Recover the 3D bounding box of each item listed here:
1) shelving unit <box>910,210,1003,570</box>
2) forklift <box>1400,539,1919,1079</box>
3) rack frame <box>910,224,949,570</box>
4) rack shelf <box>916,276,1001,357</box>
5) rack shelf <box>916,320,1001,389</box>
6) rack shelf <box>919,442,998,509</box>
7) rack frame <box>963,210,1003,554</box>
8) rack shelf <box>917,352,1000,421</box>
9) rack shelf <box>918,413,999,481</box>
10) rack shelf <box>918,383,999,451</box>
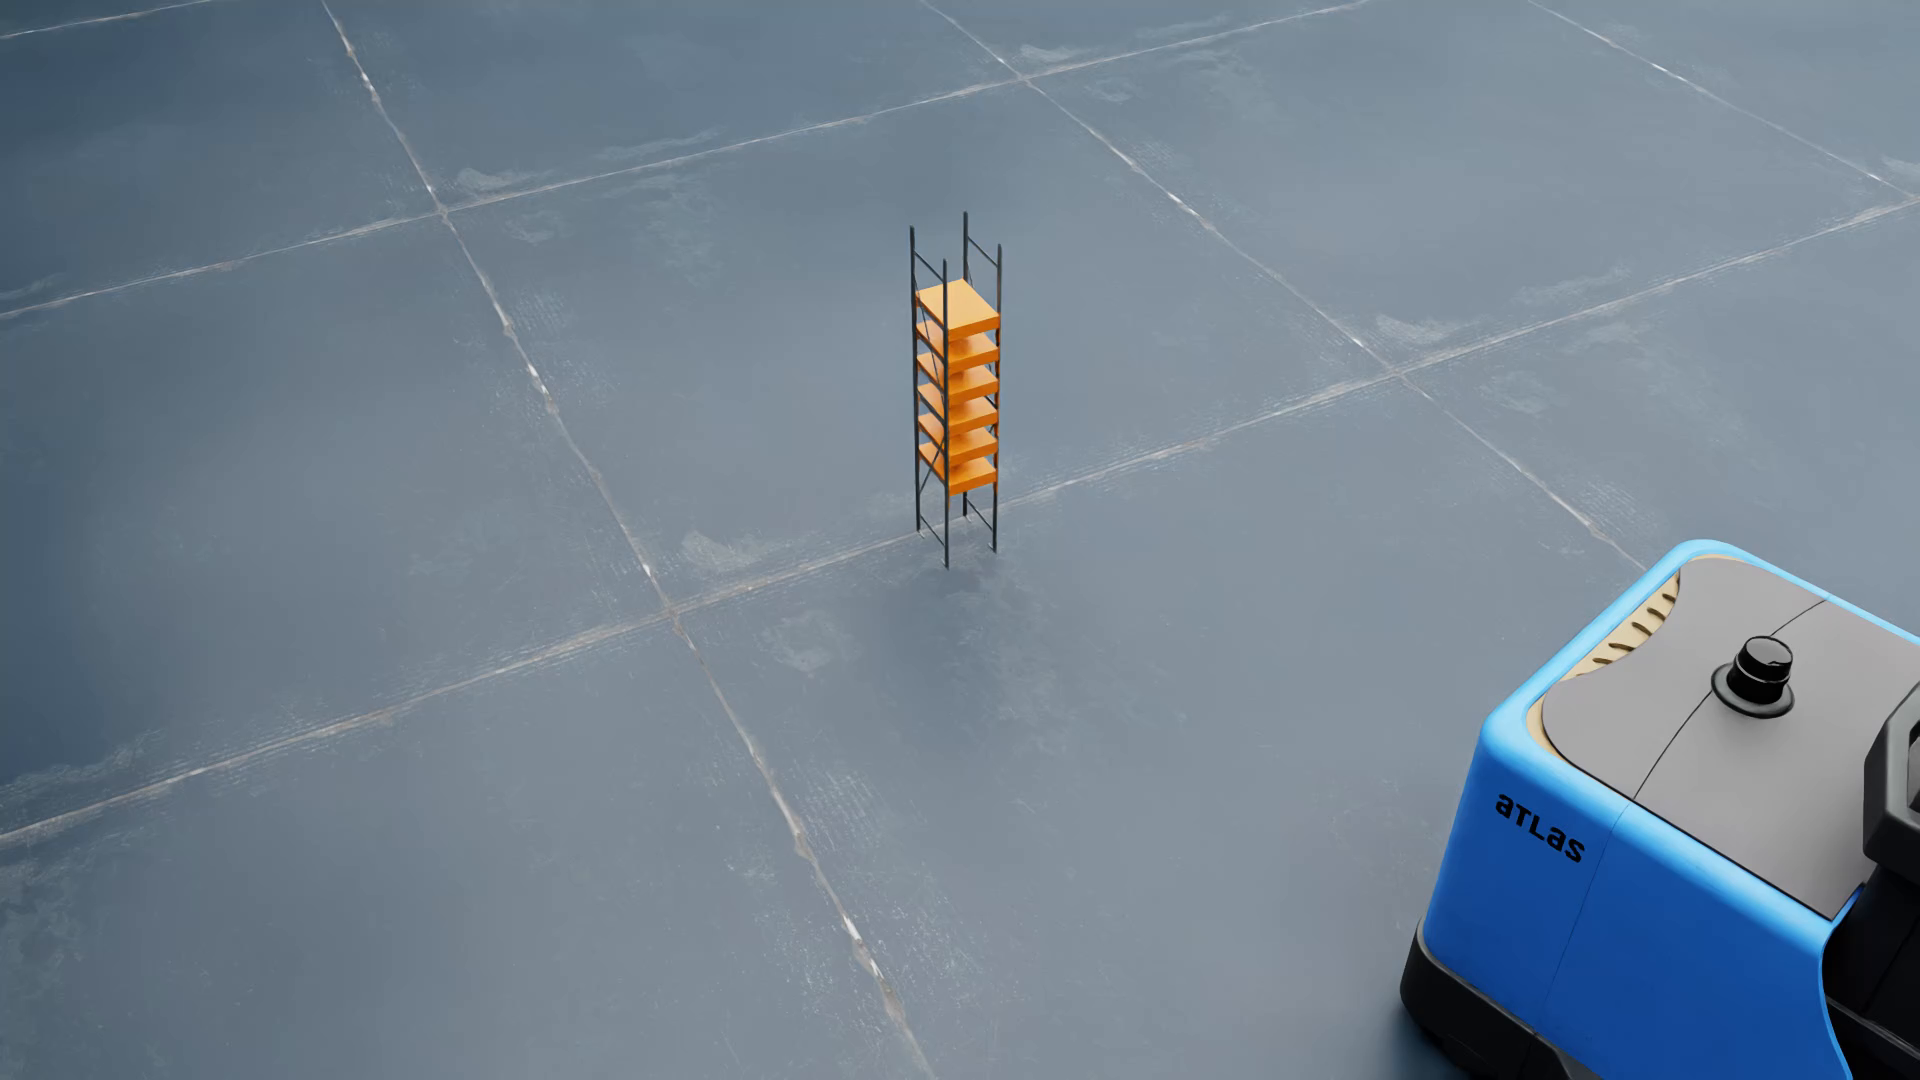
[{"bbox_3d":[-0.013,-0.454,5.357,0.189,1.200,0.258,-19,44,-21],"label":"shelving unit"},{"bbox_3d":[2.509,0.576,2.800,1.130,2.935,3.031,-32,50,-32],"label":"forklift"},{"bbox_3d":[-0.094,-0.426,5.325,0.006,1.200,0.240,-19,44,-21],"label":"rack frame"},{"bbox_3d":[-0.013,-0.694,5.153,0.180,0.103,0.258,-19,44,-21],"label":"rack shelf"},{"bbox_3d":[-0.013,-0.603,5.231,0.180,0.103,0.258,-19,44,-21],"label":"rack shelf"},{"bbox_3d":[-0.013,-0.237,5.541,0.180,0.103,0.258,-19,44,-21],"label":"rack shelf"},{"bbox_3d":[0.068,-0.481,5.390,0.006,1.200,0.240,-19,44,-21],"label":"rack frame"},{"bbox_3d":[-0.013,-0.511,5.308,0.180,0.103,0.258,-19,44,-21],"label":"rack shelf"},{"bbox_3d":[-0.013,-0.328,5.463,0.180,0.103,0.258,-19,44,-21],"label":"rack shelf"},{"bbox_3d":[-0.013,-0.420,5.386,0.180,0.103,0.258,-19,44,-21],"label":"rack shelf"}]
